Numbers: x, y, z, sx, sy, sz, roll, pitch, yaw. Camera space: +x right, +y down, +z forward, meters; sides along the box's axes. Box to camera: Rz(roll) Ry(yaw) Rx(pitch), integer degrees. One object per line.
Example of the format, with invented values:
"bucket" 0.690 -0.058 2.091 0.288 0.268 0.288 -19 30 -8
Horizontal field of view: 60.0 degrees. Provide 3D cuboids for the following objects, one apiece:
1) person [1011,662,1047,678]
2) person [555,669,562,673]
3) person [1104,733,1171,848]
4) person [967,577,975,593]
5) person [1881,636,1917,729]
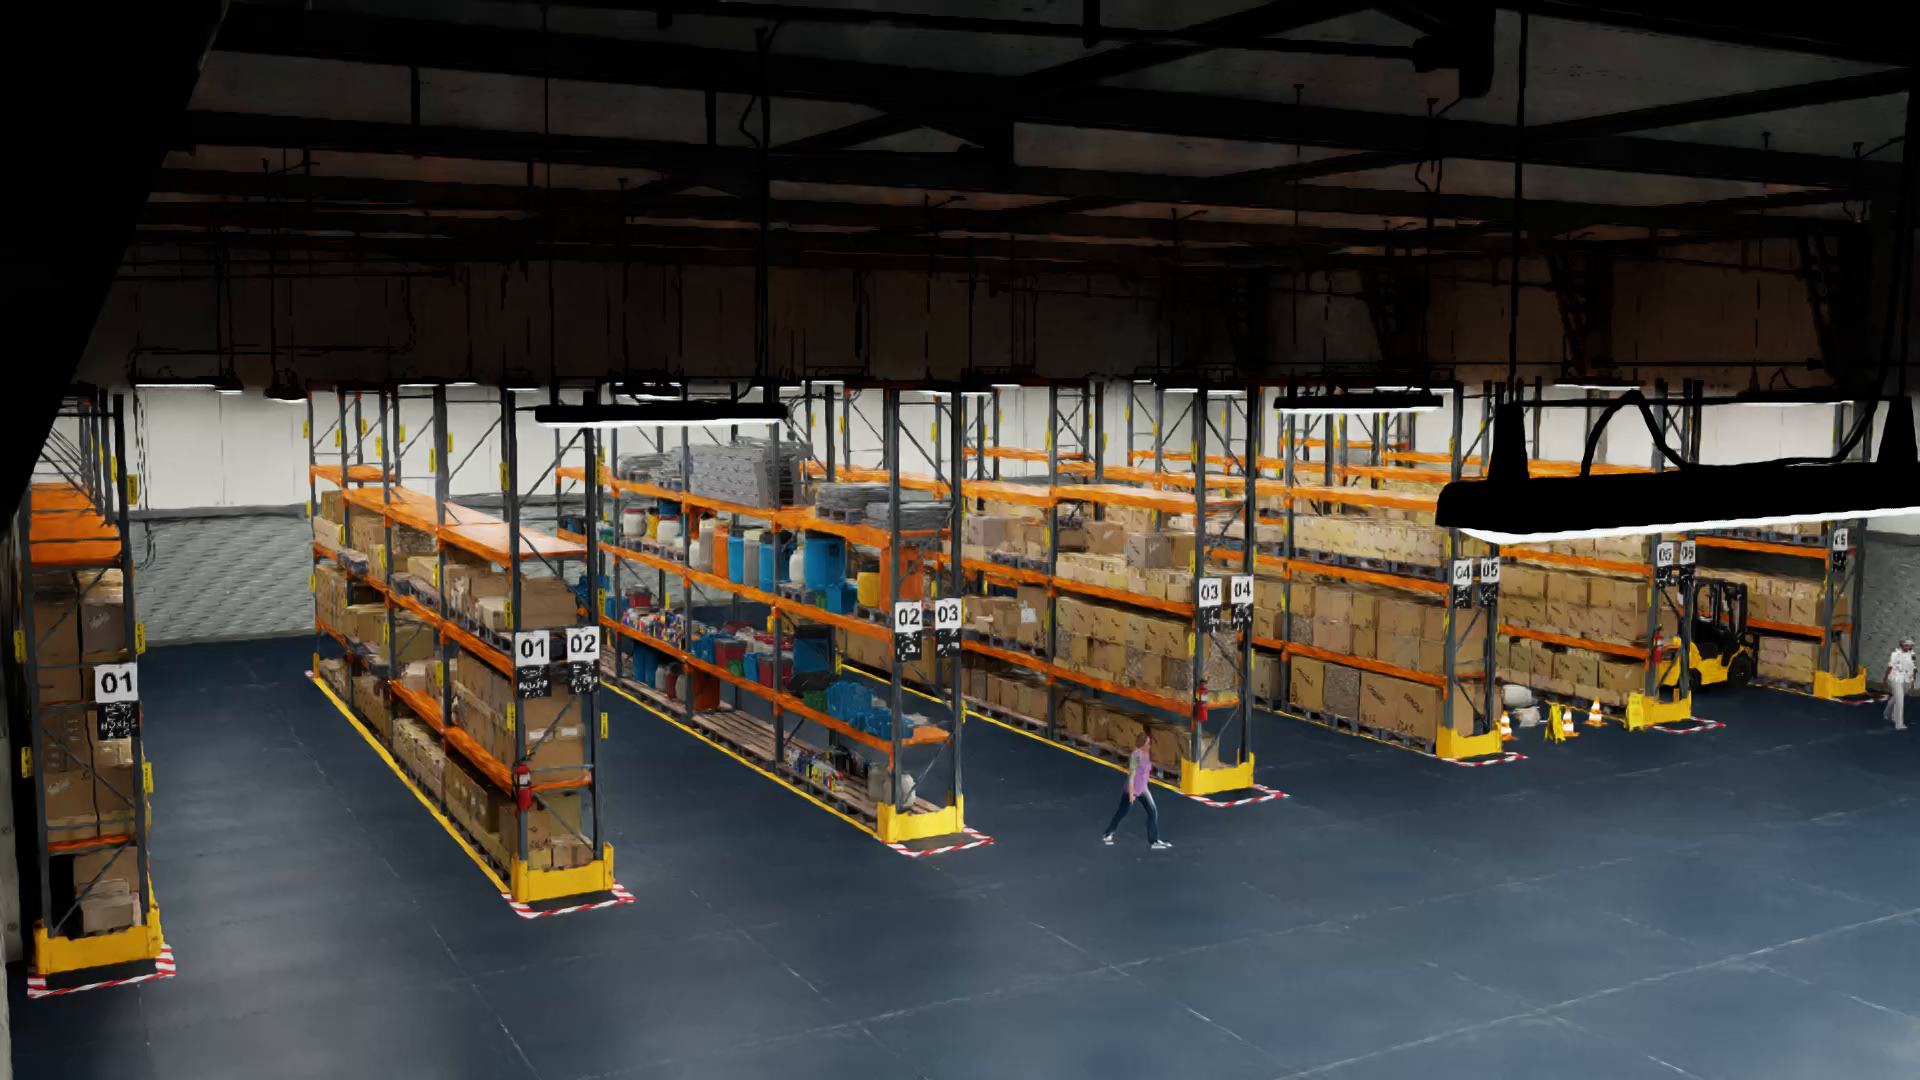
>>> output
"person" 1.278 1.990 33.295 0.585 1.578 1.194 -3 7 -26
"person" -7.624 2.123 31.486 0.563 1.707 1.127 -4 7 -31
"person" 2.295 3.259 21.699 0.880 1.537 0.453 5 8 38
"person" 0.138 0.737 44.513 0.698 1.712 0.466 3 7 30
"person" 16.405 2.445 29.018 0.502 1.611 0.944 -1 6 -7
